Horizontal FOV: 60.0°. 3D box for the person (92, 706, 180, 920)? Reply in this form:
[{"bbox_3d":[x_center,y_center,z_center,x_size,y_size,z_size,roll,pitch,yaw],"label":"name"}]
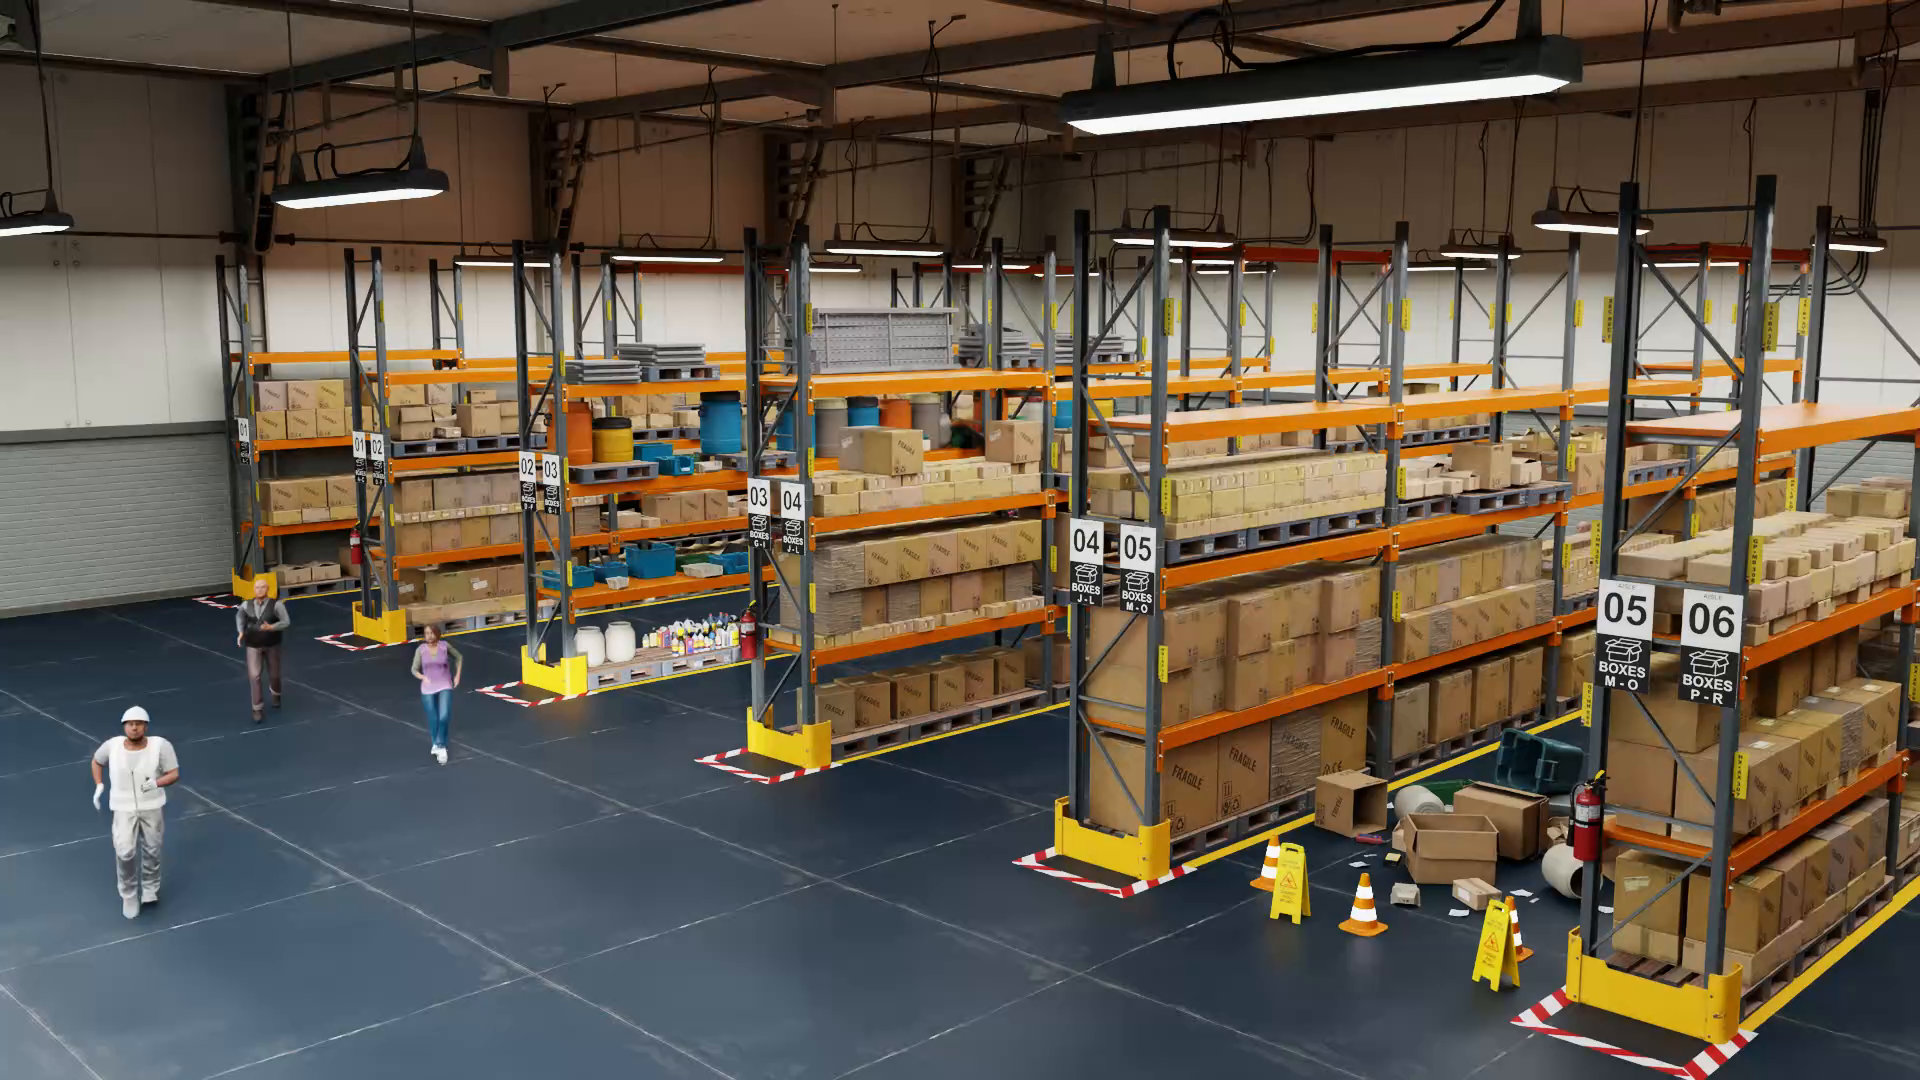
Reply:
[{"bbox_3d":[-6.970,2.306,14.107,0.671,1.803,0.702,-4,9,-25],"label":"person"}]

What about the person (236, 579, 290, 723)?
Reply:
[{"bbox_3d":[-8.716,1.345,20.816,0.658,1.715,0.947,-2,8,-16],"label":"person"}]

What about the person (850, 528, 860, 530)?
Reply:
[{"bbox_3d":[-2.023,-0.104,29.199,0.673,1.874,0.695,6,10,35],"label":"person"}]

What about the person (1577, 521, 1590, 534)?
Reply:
[{"bbox_3d":[9.761,0.595,26.206,0.712,1.789,0.926,7,11,42],"label":"person"}]

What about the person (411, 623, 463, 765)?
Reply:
[{"bbox_3d":[-5.930,1.773,18.869,0.543,1.506,0.672,-1,8,-10],"label":"person"}]
